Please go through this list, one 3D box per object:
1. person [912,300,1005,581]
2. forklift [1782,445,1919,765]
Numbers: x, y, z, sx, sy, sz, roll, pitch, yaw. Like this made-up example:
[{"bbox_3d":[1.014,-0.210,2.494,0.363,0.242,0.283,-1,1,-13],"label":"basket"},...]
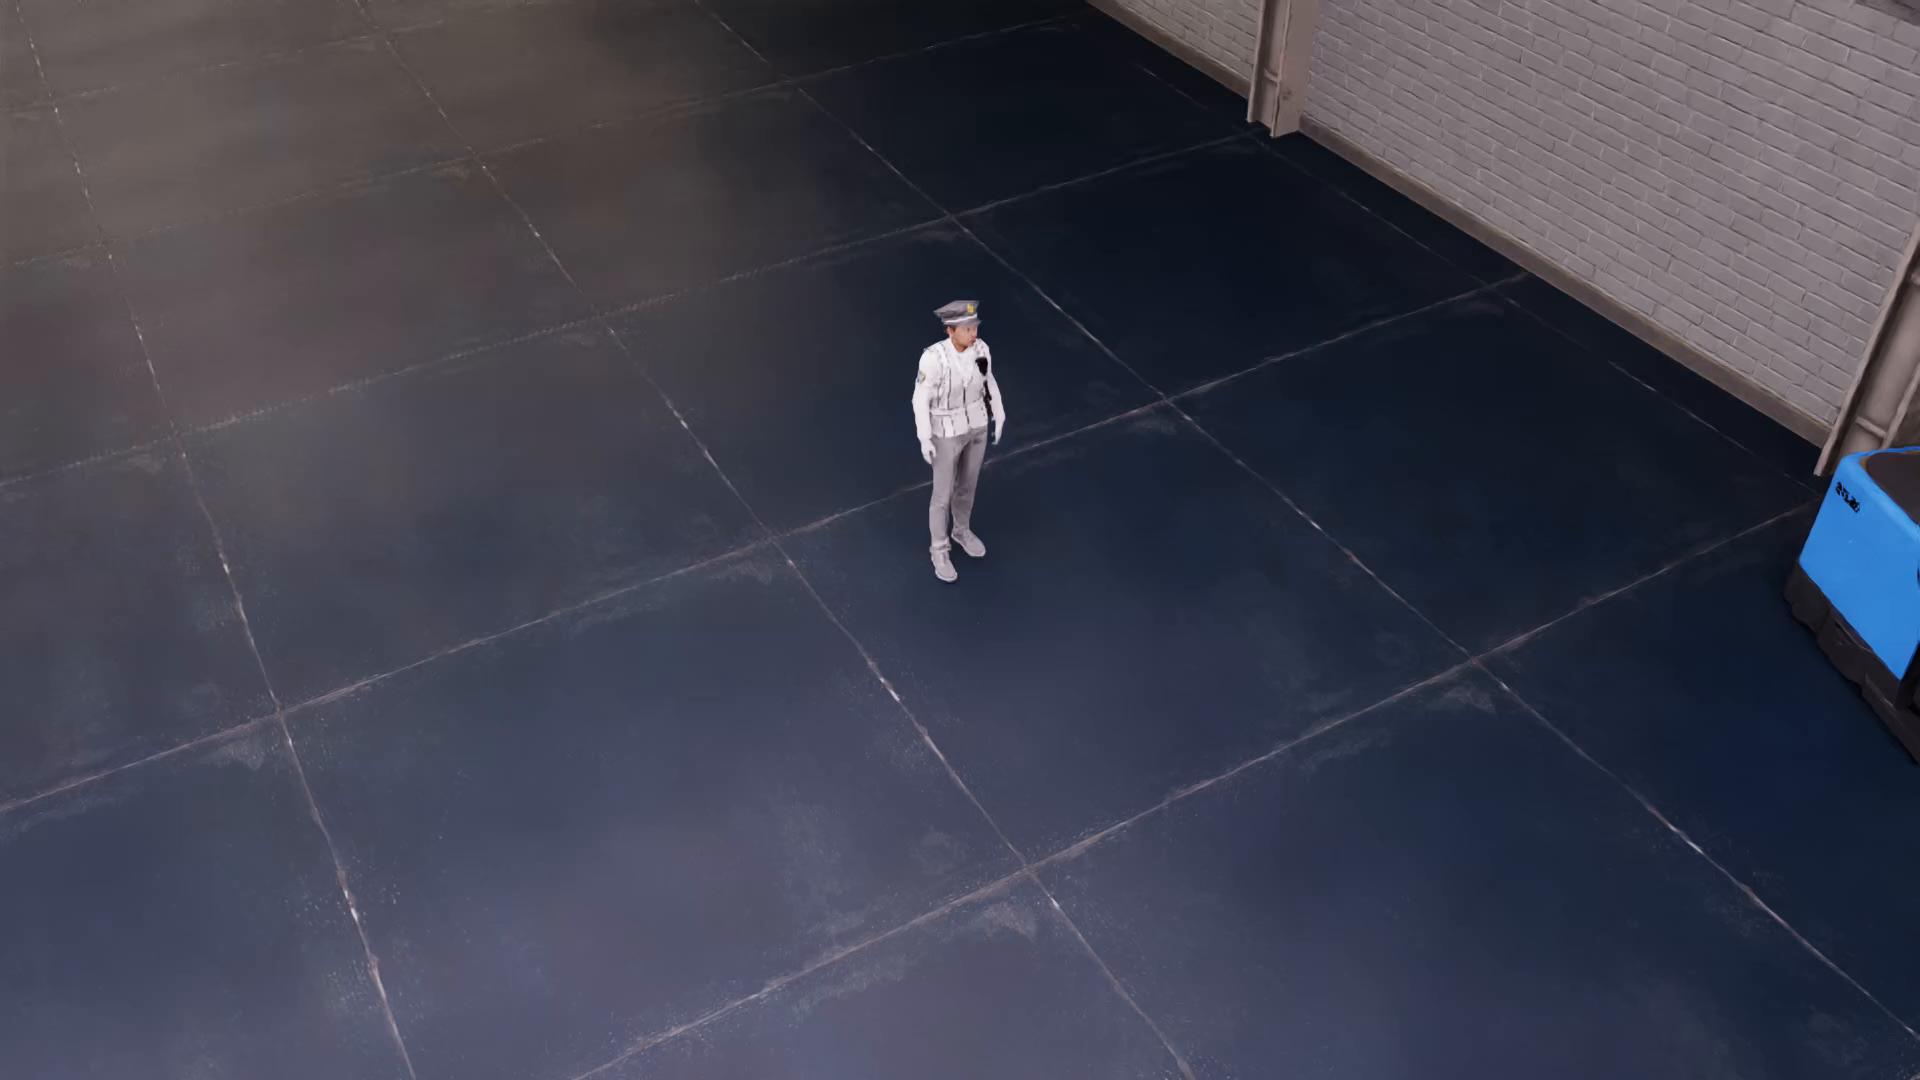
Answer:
[{"bbox_3d":[0.028,-0.618,9.738,0.586,1.695,0.533,-20,44,-23],"label":"person"},{"bbox_3d":[5.631,0.093,7.924,1.130,2.935,3.031,-7,40,-8],"label":"forklift"}]
